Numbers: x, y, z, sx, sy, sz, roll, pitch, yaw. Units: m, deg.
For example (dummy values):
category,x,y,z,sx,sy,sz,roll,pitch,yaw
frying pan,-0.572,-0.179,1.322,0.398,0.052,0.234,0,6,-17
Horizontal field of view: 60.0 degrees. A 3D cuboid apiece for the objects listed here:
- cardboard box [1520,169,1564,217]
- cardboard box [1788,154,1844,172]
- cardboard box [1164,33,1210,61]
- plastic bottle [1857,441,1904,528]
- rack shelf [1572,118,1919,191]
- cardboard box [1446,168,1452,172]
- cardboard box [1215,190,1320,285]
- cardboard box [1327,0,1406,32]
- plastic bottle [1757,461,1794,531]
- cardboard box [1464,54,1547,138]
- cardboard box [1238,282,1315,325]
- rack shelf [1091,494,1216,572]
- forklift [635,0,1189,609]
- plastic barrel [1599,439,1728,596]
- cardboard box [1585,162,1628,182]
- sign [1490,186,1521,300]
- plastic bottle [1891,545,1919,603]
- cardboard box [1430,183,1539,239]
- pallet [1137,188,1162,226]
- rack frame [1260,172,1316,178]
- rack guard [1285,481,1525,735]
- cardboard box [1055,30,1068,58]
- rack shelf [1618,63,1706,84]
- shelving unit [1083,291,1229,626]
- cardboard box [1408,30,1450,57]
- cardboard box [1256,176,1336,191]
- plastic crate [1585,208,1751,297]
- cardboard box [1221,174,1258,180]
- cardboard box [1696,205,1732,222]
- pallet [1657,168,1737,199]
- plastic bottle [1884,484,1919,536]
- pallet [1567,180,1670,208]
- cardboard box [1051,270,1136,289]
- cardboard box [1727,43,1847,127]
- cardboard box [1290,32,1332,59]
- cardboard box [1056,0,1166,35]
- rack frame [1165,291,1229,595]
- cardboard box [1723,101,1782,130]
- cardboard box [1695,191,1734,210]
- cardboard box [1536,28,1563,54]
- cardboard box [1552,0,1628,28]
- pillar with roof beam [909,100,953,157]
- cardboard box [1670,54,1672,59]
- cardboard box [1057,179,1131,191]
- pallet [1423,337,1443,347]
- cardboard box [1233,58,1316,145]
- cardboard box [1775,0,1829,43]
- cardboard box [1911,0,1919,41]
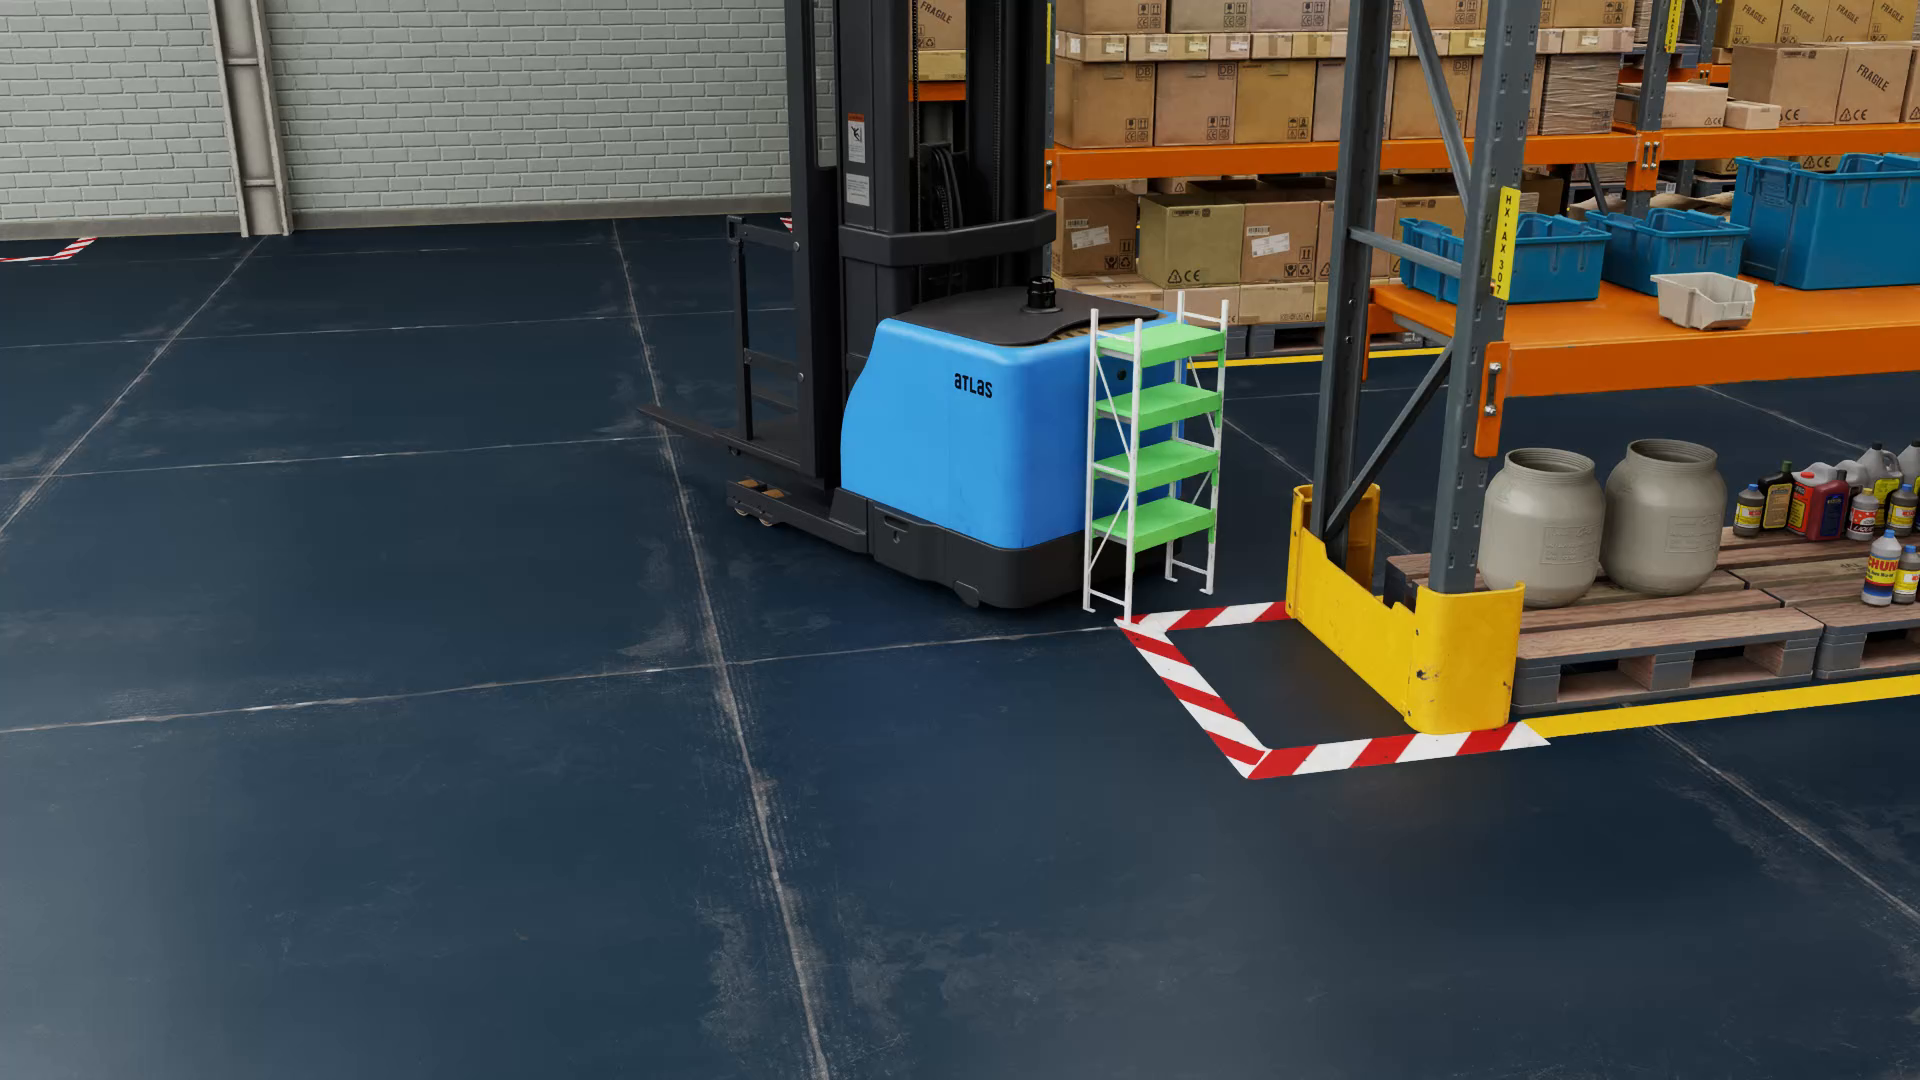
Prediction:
category,x,y,z,sx,sy,sz,roll,pitch,yaw
cardboard box,3.740,-2.242,11.372,0.500,0.500,0.500,-5,21,-12
cardboard box,8.612,-4.160,16.824,0.750,0.750,0.750,-5,21,-13
cardboard box,1.302,-2.951,9.921,0.250,0.149,0.380,-5,21,-12
plastic bottle,3.740,-0.232,6.799,0.185,0.351,0.144,-4,20,-10
rack shelf,6.210,-2.737,11.470,4.000,0.370,1.077,-5,21,-12
cardboard box,4.830,-3.755,16.200,0.500,0.500,0.700,-4,21,-12
cardboard box,1.914,-1.910,10.464,0.500,0.500,0.500,-5,21,-12
cardboard box,2.368,-3.416,10.247,0.500,0.500,0.700,-5,21,-12
plastic bottle,3.303,-0.180,6.754,0.133,0.283,0.061,-4,21,-11
cardboard box,3.321,-2.882,10.676,0.500,0.500,0.700,-5,21,-13
cardboard box,1.916,-1.554,10.582,0.500,0.250,0.500,-5,21,-12
rack shelf,0.753,-0.033,6.544,0.480,0.148,0.258,-17,26,-39
forklift,-0.418,-1.539,7.254,1.130,2.935,3.031,-17,26,-39
plastic barrel,2.618,-0.088,6.199,0.421,0.512,0.421,0,20,0
cardboard box,6.324,-3.849,16.456,0.500,0.500,0.700,-4,21,-12
sign,1.629,-0.887,4.972,0.005,0.325,0.100,-5,21,-12
plastic bottle,3.444,0.119,6.058,0.097,0.201,0.097,0,20,0
cardboard box,3.373,-2.029,10.789,0.500,0.500,0.500,-5,21,-12
pallet,1.285,-3.102,15.475,1.213,0.211,1.003,-5,21,-12
rack frame,3.120,-4.574,15.440,0.127,3.000,1.000,-5,21,-12
rack guard,1.570,0.211,6.012,0.348,0.500,1.175,-5,21,-12
cardboard box,0.699,-3.045,10.178,0.250,0.149,0.380,-5,21,-13
rack shelf,5.066,-4.394,15.996,4.000,0.370,1.077,-5,21,-12
shelving unit,0.754,-0.318,6.439,0.503,1.200,0.258,-17,26,-39
cardboard box,2.812,-3.074,10.258,0.250,0.149,0.380,-4,21,-11
cardboard box,2.281,-2.123,11.046,0.500,0.500,0.500,-5,21,-12
plastic crate,2.558,-1.061,6.065,0.408,0.251,0.499,-5,21,-12
cardboard box,2.606,-3.398,15.709,0.250,0.166,0.380,-7,21,-20
cardboard box,5.211,-2.073,11.184,0.500,0.311,0.500,-5,21,-13
pallet,7.797,-3.618,16.886,1.213,0.211,1.003,-5,21,-12
plastic bottle,3.811,-0.125,6.724,0.097,0.201,0.097,0,20,0
pallet,6.252,-3.520,16.617,1.213,0.211,1.003,-5,21,-12
cardboard box,0.825,-1.647,10.837,0.500,0.250,0.500,-5,21,-12
cardboard box,5.527,-3.060,11.162,0.500,0.500,0.500,-3,20,-9
cardboard box,2.055,-3.013,10.089,0.250,0.149,0.380,-5,21,-13
cardboard box,0.880,-3.293,9.910,0.500,0.500,0.700,-5,21,-12
rack frame,0.935,-0.375,6.593,0.015,1.200,0.240,-17,26,-39
cardboard box,5.173,-2.800,10.962,0.250,0.149,0.380,-5,21,-12
cardboard box,5.583,-2.296,11.792,0.500,0.311,0.500,-5,21,-13
cardboard box,3.553,-3.134,10.421,0.250,0.149,0.380,-5,21,-14
cardboard box,3.833,-3.535,10.572,0.500,0.500,0.700,-5,21,-12
pillar with roof beam,0.700,-5.978,10.552,0.400,9.000,9.100,-5,21,-12
cardboard box,7.270,-4.894,16.649,0.250,0.149,0.380,-4,21,-12
cardboard box,1.201,-3.401,15.233,0.500,0.500,0.700,-6,21,-16
pallet,3.480,-1.558,11.260,1.213,0.211,1.003,-5,21,-12
cardboard box,1.823,-2.760,10.342,0.500,0.500,0.700,-5,21,-12
cardboard box,8.056,-5.078,16.208,0.500,0.500,0.500,-4,20,-11
cardboard box,9.529,-5.202,16.547,0.500,0.500,0.500,-5,21,-12
